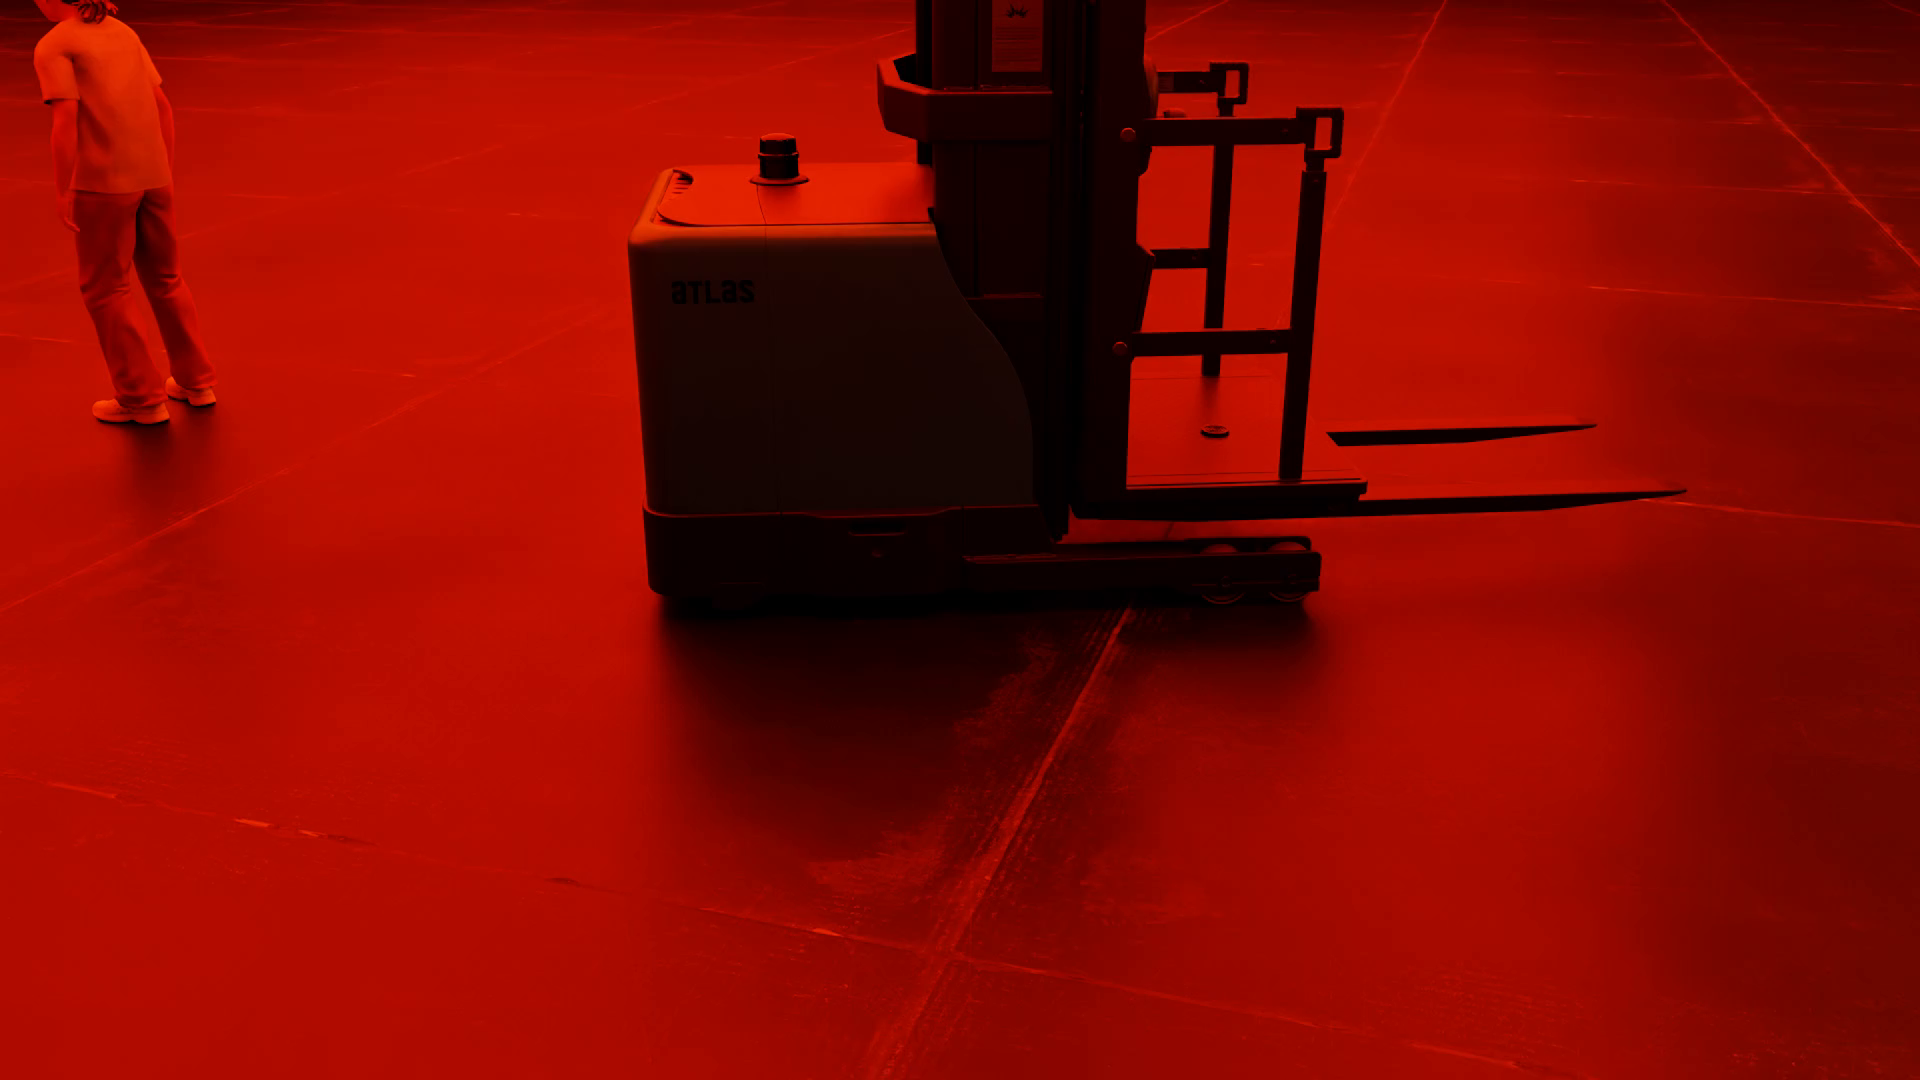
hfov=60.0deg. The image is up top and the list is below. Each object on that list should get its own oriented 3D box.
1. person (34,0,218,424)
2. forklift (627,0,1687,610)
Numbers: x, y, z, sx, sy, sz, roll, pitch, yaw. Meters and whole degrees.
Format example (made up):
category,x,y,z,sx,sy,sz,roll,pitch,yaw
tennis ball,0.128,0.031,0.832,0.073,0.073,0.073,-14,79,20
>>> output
category,x,y,z,sx,sy,sz,roll,pitch,yaw
person,-3.030,-1.254,5.968,0.352,1.673,0.502,10,24,22
forklift,0.606,-1.374,4.608,3.031,2.935,1.130,-2,23,-4
